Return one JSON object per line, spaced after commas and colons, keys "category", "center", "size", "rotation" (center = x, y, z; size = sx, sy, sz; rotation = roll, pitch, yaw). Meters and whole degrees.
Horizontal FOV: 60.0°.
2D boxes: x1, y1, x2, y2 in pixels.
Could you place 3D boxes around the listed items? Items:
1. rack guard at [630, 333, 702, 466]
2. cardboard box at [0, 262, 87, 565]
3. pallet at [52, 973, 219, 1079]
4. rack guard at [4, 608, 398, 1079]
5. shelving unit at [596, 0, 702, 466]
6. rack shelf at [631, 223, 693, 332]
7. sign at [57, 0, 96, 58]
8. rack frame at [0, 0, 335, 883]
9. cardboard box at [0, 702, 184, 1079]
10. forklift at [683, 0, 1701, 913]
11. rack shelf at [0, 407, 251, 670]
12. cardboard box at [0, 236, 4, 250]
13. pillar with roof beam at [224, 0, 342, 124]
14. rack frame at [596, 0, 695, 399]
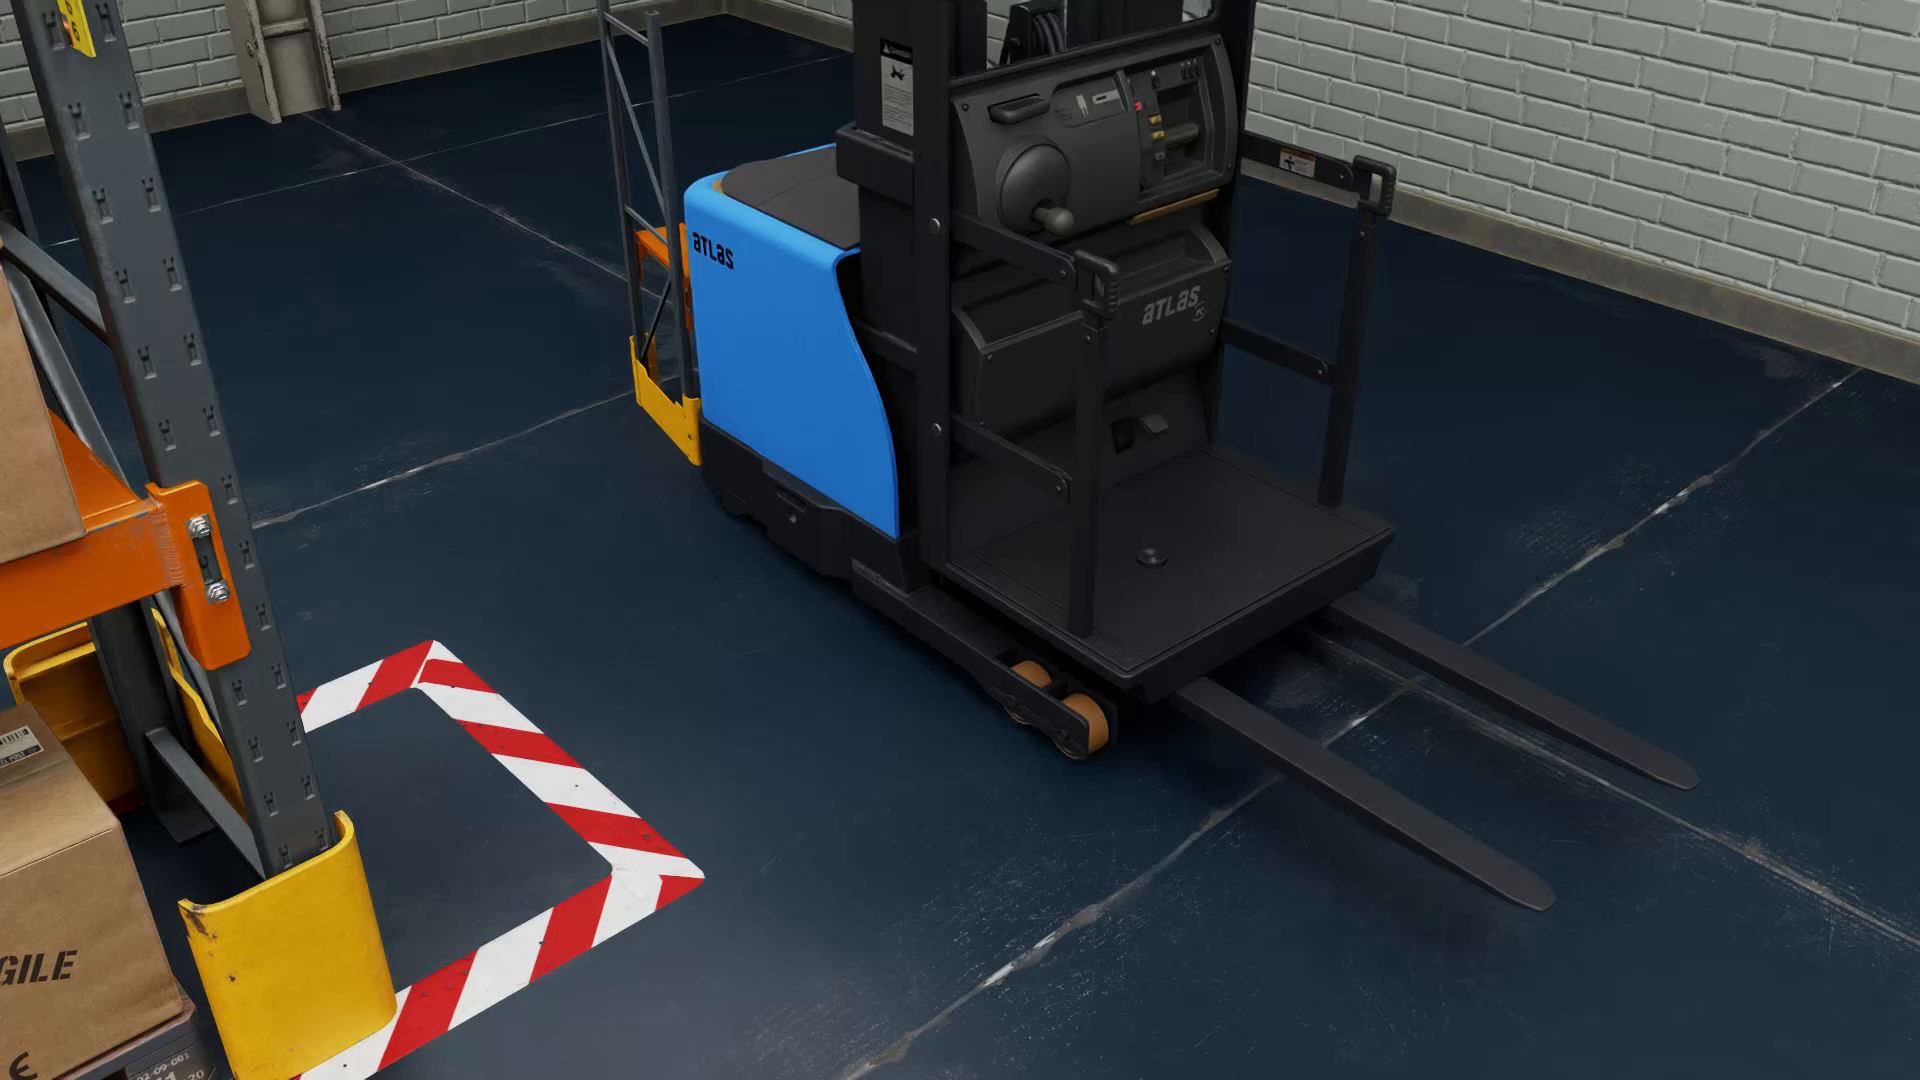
{"category": "rack guard", "center": [-1.010, -0.500, 5.827], "size": [0.087, 0.250, 0.587], "rotation": [-17, 35, -25]}
{"category": "cardboard box", "center": [-1.799, -0.229, 2.653], "size": [0.500, 0.500, 0.500], "rotation": [-24, 39, -34]}
{"category": "pallet", "center": [-2.295, 1.051, 3.330], "size": [1.213, 0.211, 1.003], "rotation": [-26, 40, -35]}
{"category": "rack guard", "center": [-1.711, 0.644, 3.717], "size": [0.348, 0.500, 1.175], "rotation": [-26, 40, -35]}
{"category": "shelving unit", "center": [-0.578, -1.162, 5.713], "size": [1.083, 1.500, 0.587], "rotation": [-17, 35, -25]}
{"category": "rack shelf", "center": [-0.586, -1.007, 5.803], "size": [1.000, 0.185, 0.538], "rotation": [-17, 35, -25]}
{"category": "sign", "center": [-1.293, -0.859, 2.366], "size": [0.005, 0.325, 0.100], "rotation": [-26, 40, -35]}
{"category": "rack frame", "center": [-1.655, -0.449, 3.109], "size": [0.127, 3.000, 1.000], "rotation": [-26, 40, -35]}
{"category": "cardboard box", "center": [-1.887, 0.717, 3.177], "size": [0.500, 0.500, 0.500], "rotation": [-26, 40, -35]}
{"category": "forklift", "center": [0.501, -0.982, 4.046], "size": [1.130, 2.935, 3.031], "rotation": [-24, 39, -34]}
{"category": "rack shelf", "center": [-3.122, 0.567, 2.137], "size": [4.000, 0.370, 1.077], "rotation": [-26, 40, -35]}
{"category": "cardboard box", "center": [-1.795, -0.655, 2.392], "size": [0.500, 0.500, 0.500], "rotation": [-26, 40, -36]}
{"category": "pillar with roof beam", "center": [-0.707, -4.544, 4.055], "size": [0.400, 9.000, 9.100], "rotation": [-26, 40, -35]}
{"category": "rack frame", "center": [-1.026, -1.028, 5.493], "size": [0.032, 1.500, 0.500], "rotation": [-17, 35, -25]}
